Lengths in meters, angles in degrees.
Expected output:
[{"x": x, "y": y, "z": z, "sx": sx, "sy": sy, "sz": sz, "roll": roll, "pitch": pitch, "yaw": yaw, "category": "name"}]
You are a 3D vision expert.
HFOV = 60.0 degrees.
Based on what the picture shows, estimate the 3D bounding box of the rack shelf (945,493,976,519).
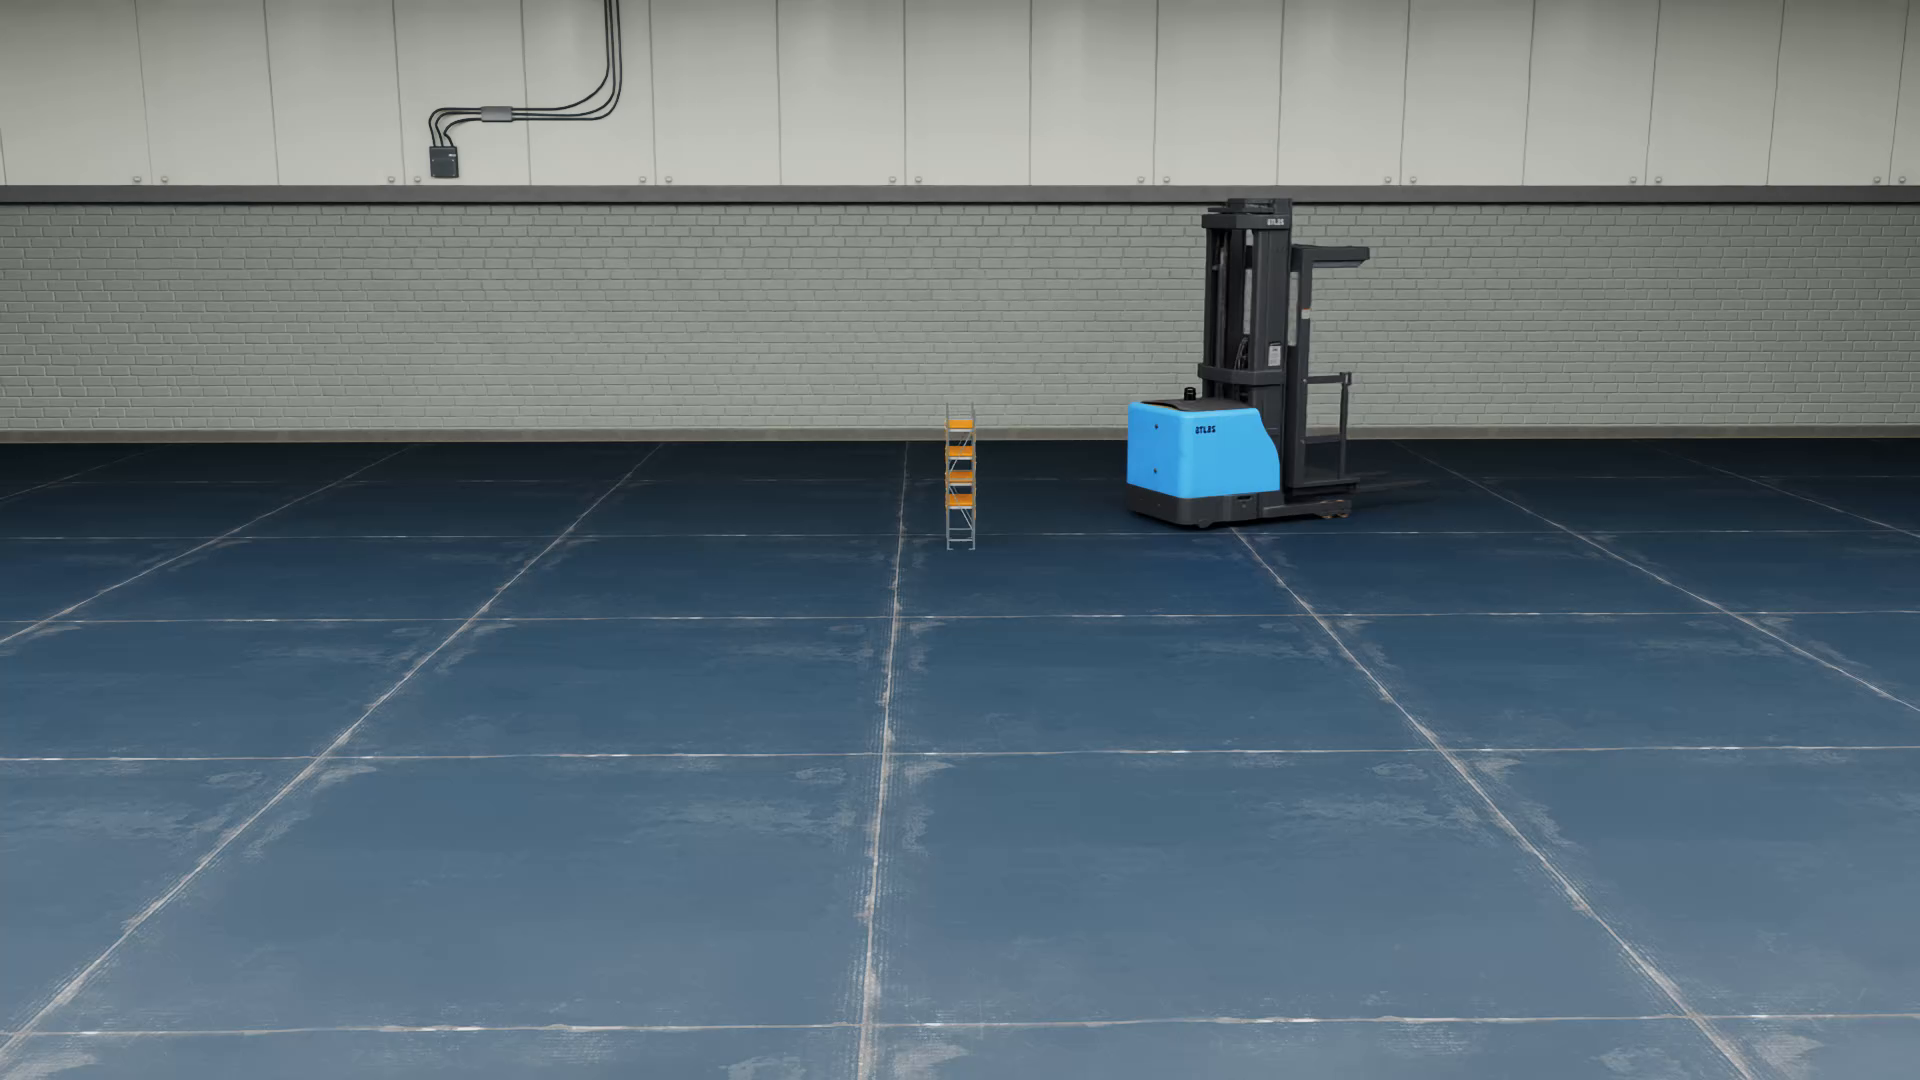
[{"x": 0.003, "y": -0.295, "z": 14.330, "sx": 0.258, "sy": 0.148, "sz": 0.480, "roll": 0, "pitch": 11, "yaw": -1, "category": "rack shelf"}]

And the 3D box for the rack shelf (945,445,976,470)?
[{"x": 0.003, "y": -0.708, "z": 14.247, "sx": 0.258, "sy": 0.148, "sz": 0.480, "roll": 0, "pitch": 11, "yaw": -1, "category": "rack shelf"}]

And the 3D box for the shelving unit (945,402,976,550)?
[{"x": 0.003, "y": -0.555, "z": 14.278, "sx": 0.258, "sy": 1.200, "sz": 0.503, "roll": 0, "pitch": 11, "yaw": -1, "category": "shelving unit"}]

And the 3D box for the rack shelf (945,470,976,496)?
[{"x": 0.003, "y": -0.489, "z": 14.291, "sx": 0.258, "sy": 0.148, "sz": 0.480, "roll": 0, "pitch": 11, "yaw": -1, "category": "rack shelf"}]

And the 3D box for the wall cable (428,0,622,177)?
[{"x": -5.153, "y": -7.284, "z": 19.276, "sx": 2.305, "sy": 6.003, "sz": 0.169, "roll": 0, "pitch": 11, "yaw": -1, "category": "wall cable"}]

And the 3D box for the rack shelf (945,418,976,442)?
[{"x": 0.003, "y": -0.940, "z": 14.200, "sx": 0.258, "sy": 0.148, "sz": 0.480, "roll": 0, "pitch": 11, "yaw": -1, "category": "rack shelf"}]

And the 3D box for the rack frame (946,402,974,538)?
[{"x": -0.002, "y": -0.604, "z": 14.517, "sx": 0.240, "sy": 1.200, "sz": 0.015, "roll": 0, "pitch": 11, "yaw": -1, "category": "rack frame"}]

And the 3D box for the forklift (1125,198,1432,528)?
[{"x": 3.111, "y": -1.720, "z": 15.665, "sx": 3.031, "sy": 2.935, "sz": 1.130, "roll": -6, "pitch": 13, "yaw": -26, "category": "forklift"}]

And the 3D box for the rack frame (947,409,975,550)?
[{"x": 0.008, "y": -0.507, "z": 14.039, "sx": 0.240, "sy": 1.200, "sz": 0.015, "roll": 0, "pitch": 11, "yaw": -1, "category": "rack frame"}]
